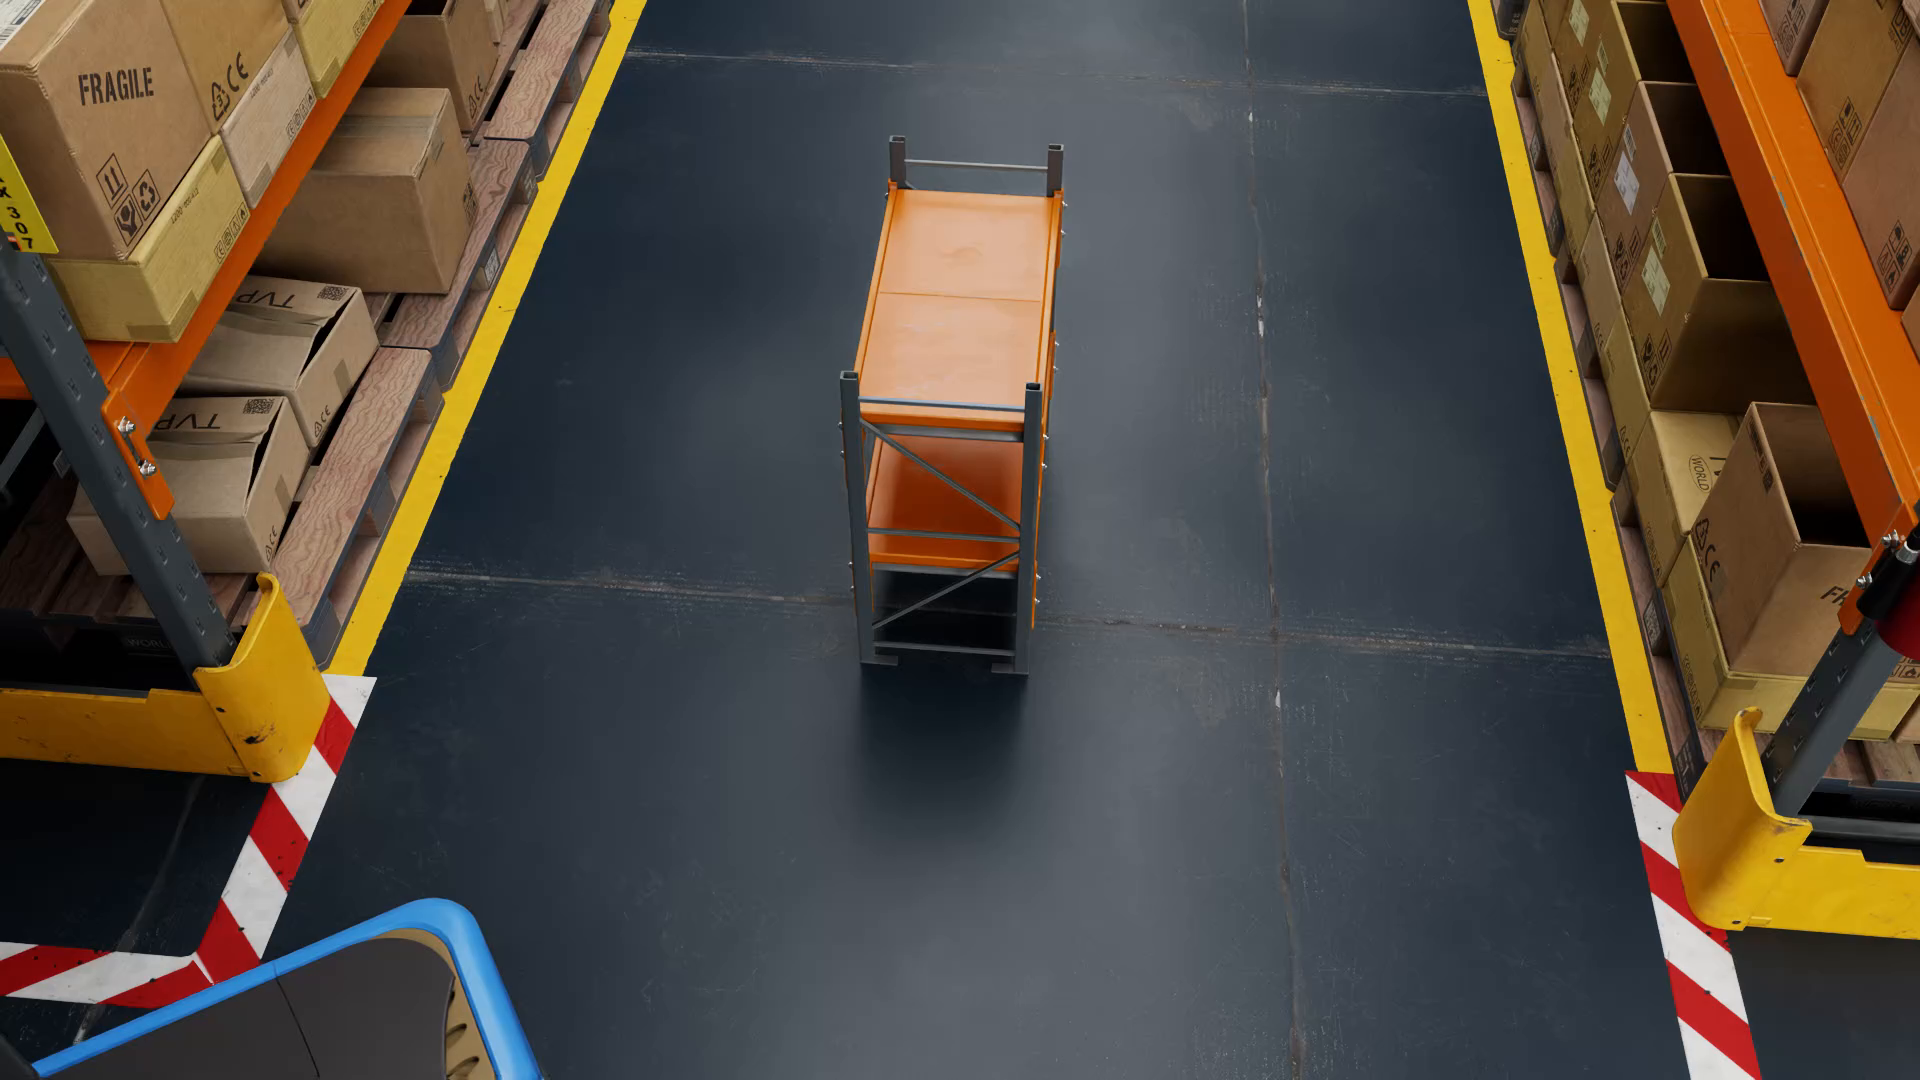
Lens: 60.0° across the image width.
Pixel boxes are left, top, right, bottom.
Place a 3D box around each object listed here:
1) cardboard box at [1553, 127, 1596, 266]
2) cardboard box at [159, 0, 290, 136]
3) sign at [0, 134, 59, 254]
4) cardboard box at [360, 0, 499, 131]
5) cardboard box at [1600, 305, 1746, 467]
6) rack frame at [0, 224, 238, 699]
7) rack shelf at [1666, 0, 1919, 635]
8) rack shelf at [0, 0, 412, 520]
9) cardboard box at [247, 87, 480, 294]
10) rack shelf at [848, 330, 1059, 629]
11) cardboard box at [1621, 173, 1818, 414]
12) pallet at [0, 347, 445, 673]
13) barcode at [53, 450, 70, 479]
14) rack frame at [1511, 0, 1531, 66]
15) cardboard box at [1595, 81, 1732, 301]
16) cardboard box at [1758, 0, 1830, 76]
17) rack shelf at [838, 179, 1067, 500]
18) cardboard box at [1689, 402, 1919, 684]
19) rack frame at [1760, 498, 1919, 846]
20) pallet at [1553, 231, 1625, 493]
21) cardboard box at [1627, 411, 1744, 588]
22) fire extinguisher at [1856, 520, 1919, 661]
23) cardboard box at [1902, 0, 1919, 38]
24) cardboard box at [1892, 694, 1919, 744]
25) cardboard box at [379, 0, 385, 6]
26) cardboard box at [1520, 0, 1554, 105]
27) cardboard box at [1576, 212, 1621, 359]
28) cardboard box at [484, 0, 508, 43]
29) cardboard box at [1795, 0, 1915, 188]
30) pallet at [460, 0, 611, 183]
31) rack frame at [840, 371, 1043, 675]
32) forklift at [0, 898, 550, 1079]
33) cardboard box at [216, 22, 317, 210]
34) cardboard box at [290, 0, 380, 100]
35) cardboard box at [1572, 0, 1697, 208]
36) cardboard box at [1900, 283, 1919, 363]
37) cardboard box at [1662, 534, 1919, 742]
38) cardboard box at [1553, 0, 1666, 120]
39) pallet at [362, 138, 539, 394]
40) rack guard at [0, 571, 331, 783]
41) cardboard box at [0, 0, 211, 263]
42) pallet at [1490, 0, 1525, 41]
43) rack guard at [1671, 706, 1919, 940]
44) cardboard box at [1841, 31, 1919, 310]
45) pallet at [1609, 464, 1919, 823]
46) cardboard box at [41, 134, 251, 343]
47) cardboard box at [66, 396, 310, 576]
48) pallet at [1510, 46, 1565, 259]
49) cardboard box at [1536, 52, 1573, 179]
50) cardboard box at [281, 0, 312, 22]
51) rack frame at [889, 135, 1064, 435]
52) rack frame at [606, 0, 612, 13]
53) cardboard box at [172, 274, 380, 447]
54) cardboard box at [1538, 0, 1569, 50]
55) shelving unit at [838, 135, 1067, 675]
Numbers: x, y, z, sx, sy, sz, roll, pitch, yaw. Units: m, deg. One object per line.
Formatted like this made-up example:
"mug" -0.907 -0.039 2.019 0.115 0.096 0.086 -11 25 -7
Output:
"cardboard box" 2.428 -1.210 5.902 0.500 0.250 0.500 4 48 4
"cardboard box" -2.027 -1.344 4.026 0.500 0.500 0.500 4 48 4
"sign" -1.884 -0.697 3.268 0.100 0.325 0.005 4 48 4
"cardboard box" -2.115 -1.920 6.369 0.500 0.500 0.500 1 48 1
"cardboard box" 2.341 -0.475 5.230 0.500 0.250 0.500 4 48 4
"rack frame" -2.424 -0.442 3.621 1.000 3.000 0.127 4 48 4
"rack shelf" 2.691 -1.338 4.928 1.077 0.370 4.000 4 48 4
"rack shelf" -2.242 -1.668 5.231 1.077 0.370 4.000 4 48 4
"cardboard box" -2.103 -1.203 5.714 0.700 0.500 0.500 1 48 1
"rack shelf" 0.001 -0.220 5.020 0.538 0.278 1.000 4 48 4
"cardboard box" 2.338 -0.728 4.954 0.500 0.500 0.500 4 48 4
"pallet" -2.308 -0.151 5.245 1.003 0.211 1.213 4 48 4
"barcode" -2.668 -0.228 4.944 0.001 0.075 0.075 4 48 4
"rack frame" 2.874 -3.050 6.007 1.000 3.000 0.127 4 48 4
"cardboard box" 2.385 -1.095 5.289 0.500 0.500 0.500 4 48 4
"cardboard box" 2.703 -1.625 4.636 0.700 0.500 0.500 5 48 5
"rack shelf" 0.001 -0.582 4.623 0.538 0.278 1.000 4 48 4
"cardboard box" 2.262 0.008 4.281 0.500 0.500 0.500 4 48 4
"rack frame" 2.509 -0.111 3.319 1.000 3.000 0.127 4 48 4
"pallet" 2.651 -0.629 5.682 1.003 0.211 1.213 4 48 4
"cardboard box" 2.297 -0.107 4.894 0.500 0.250 0.500 4 48 4
"fire extinguisher" 2.036 -0.029 3.297 0.296 0.674 0.183 4 48 4
"cardboard box" 2.425 -1.222 3.828 0.380 0.149 0.250 4 48 4
"cardboard box" 2.779 0.296 4.525 0.500 0.250 0.500 4 48 4
"cardboard box" -1.930 -1.863 5.009 0.500 0.250 0.500 4 48 4
"cardboard box" 2.529 -1.944 6.574 0.500 0.250 0.500 4 48 4
"cardboard box" 2.388 -0.842 5.566 0.500 0.250 0.500 4 48 4
"cardboard box" -2.079 -2.178 6.831 0.380 0.166 0.250 -2 48 -2
"cardboard box" 2.658 -1.238 4.282 0.700 0.500 0.500 4 48 4
"pallet" -2.086 -1.944 6.885 1.003 0.211 1.213 4 48 4
"rack frame" -0.046 -0.011 4.498 0.500 1.125 0.032 4 48 4
"forklift" -2.050 1.234 2.136 3.031 2.935 1.130 -22 51 -19
"cardboard box" -2.031 -1.117 4.327 0.500 0.250 0.500 3 48 2
"cardboard box" -1.978 -1.491 4.669 0.500 0.250 0.500 3 48 3
"cardboard box" 2.428 -1.463 5.626 0.500 0.500 0.500 4 48 4
"cardboard box" 2.564 -0.487 3.595 0.700 0.500 0.500 4 48 4
"cardboard box" 2.264 0.261 4.557 0.500 0.250 0.500 4 48 4
"cardboard box" 2.482 -1.830 5.961 0.500 0.500 0.500 4 48 4
"pallet" -2.194 -1.045 6.063 1.003 0.211 1.213 4 48 4
"rack guard" -2.418 0.346 4.594 1.175 0.500 0.348 4 48 4
"cardboard box" -2.082 -0.981 3.695 0.500 0.500 0.500 4 48 4
"pallet" 2.902 -2.653 7.534 1.003 0.211 1.213 4 48 4
"rack guard" 2.507 0.750 4.225 1.175 0.500 0.348 4 48 4
"cardboard box" 2.607 -0.873 3.948 0.700 0.500 0.500 5 48 5
"pallet" 2.537 0.265 4.864 1.003 0.211 1.213 4 48 4
"cardboard box" -2.064 -0.735 3.977 0.500 0.250 0.500 3 48 2
"cardboard box" -2.272 -0.185 4.910 0.500 0.311 0.500 -1 48 -1
"pallet" 2.759 -1.528 6.504 1.003 0.211 1.213 4 48 4
"cardboard box" 2.479 -1.577 6.238 0.500 0.250 0.500 4 48 4
"cardboard box" -1.973 -1.723 4.373 0.500 0.500 0.500 2 48 2
"rack frame" 0.047 -0.758 5.181 0.500 1.125 0.032 4 48 4
"rack frame" -2.060 -3.381 6.309 1.000 3.000 0.127 4 48 4
"cardboard box" -2.220 -0.604 5.293 0.500 0.311 0.500 7 48 7
"cardboard box" 2.519 -2.198 6.298 0.500 0.500 0.500 4 48 4
"shelving unit" 0.001 -0.385 4.839 0.538 1.125 1.048 4 48 4
